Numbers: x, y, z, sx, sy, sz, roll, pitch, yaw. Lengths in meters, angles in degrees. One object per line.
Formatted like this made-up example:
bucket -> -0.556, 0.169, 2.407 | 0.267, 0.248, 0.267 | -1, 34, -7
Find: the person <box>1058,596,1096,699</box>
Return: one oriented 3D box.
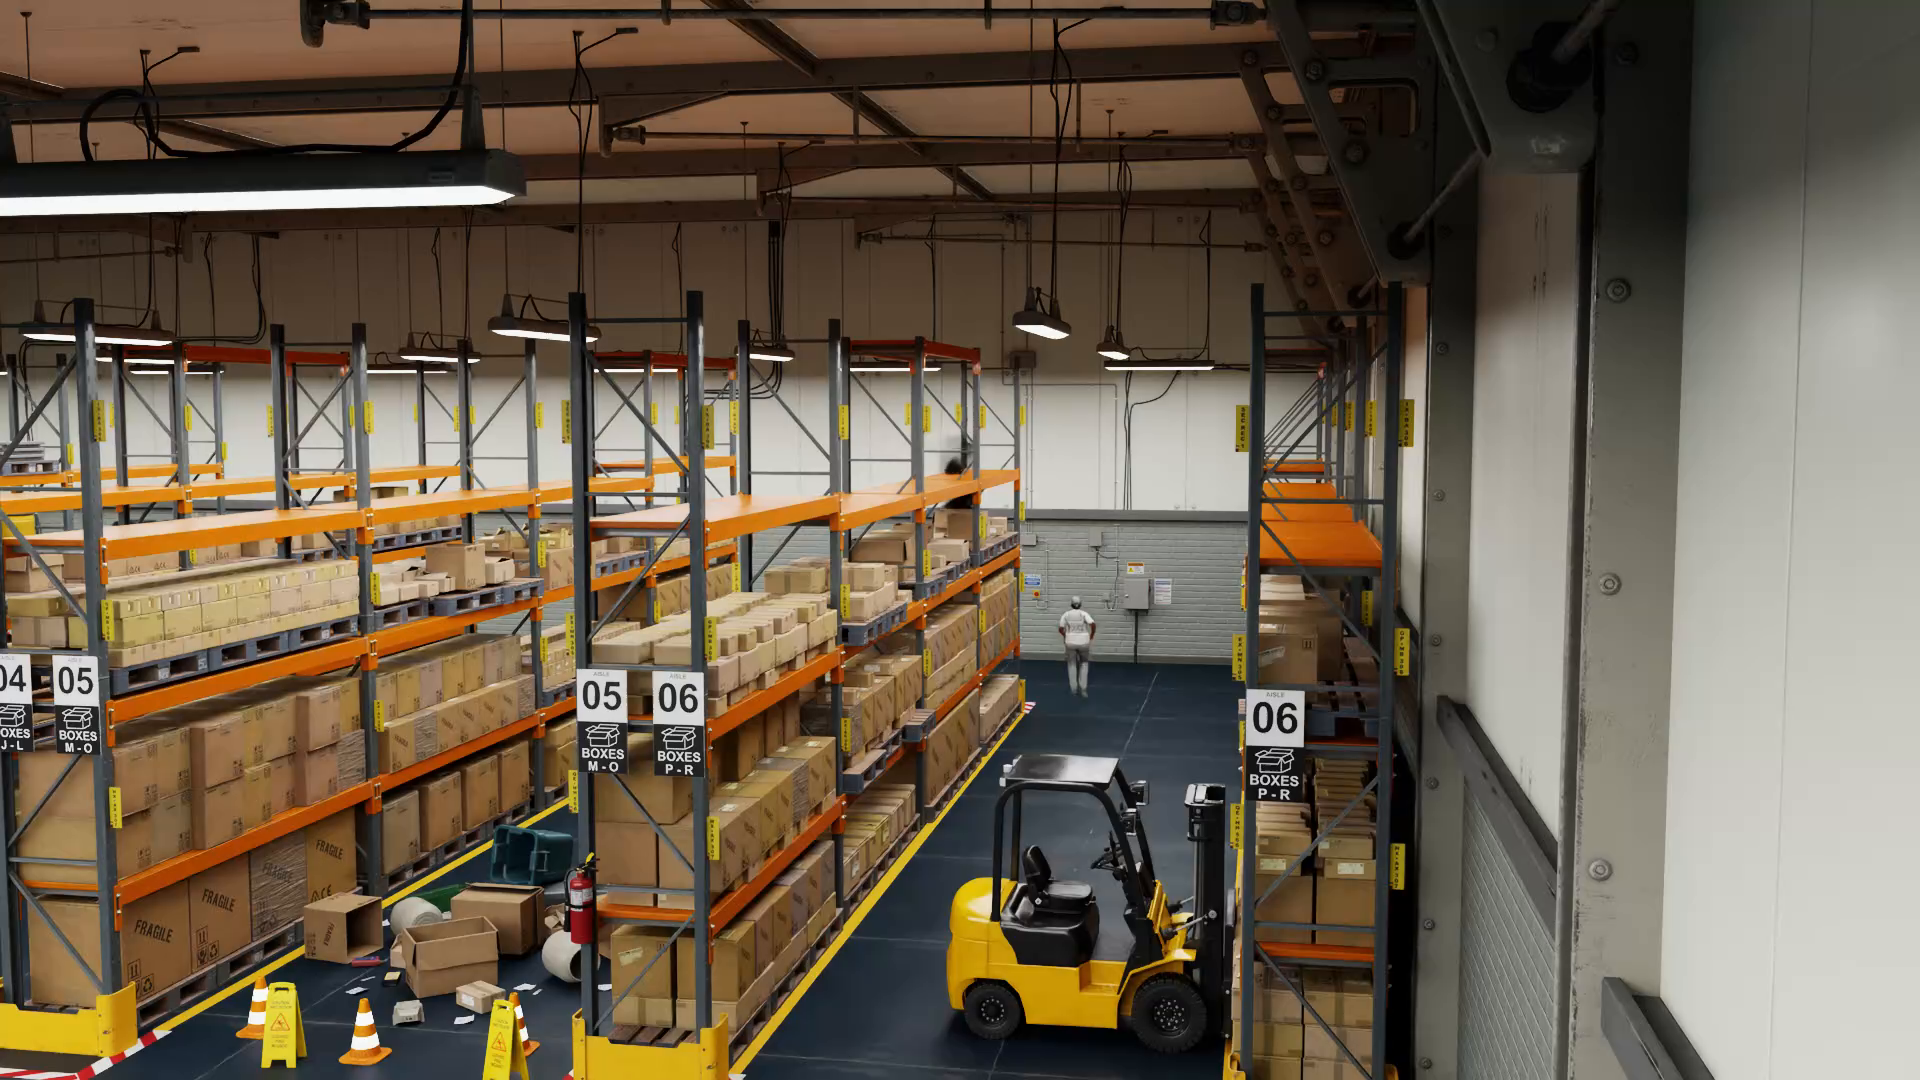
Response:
person -> 1.994, 1.839, 28.223 | 0.648, 1.780, 0.541 | 1, 5, 8
